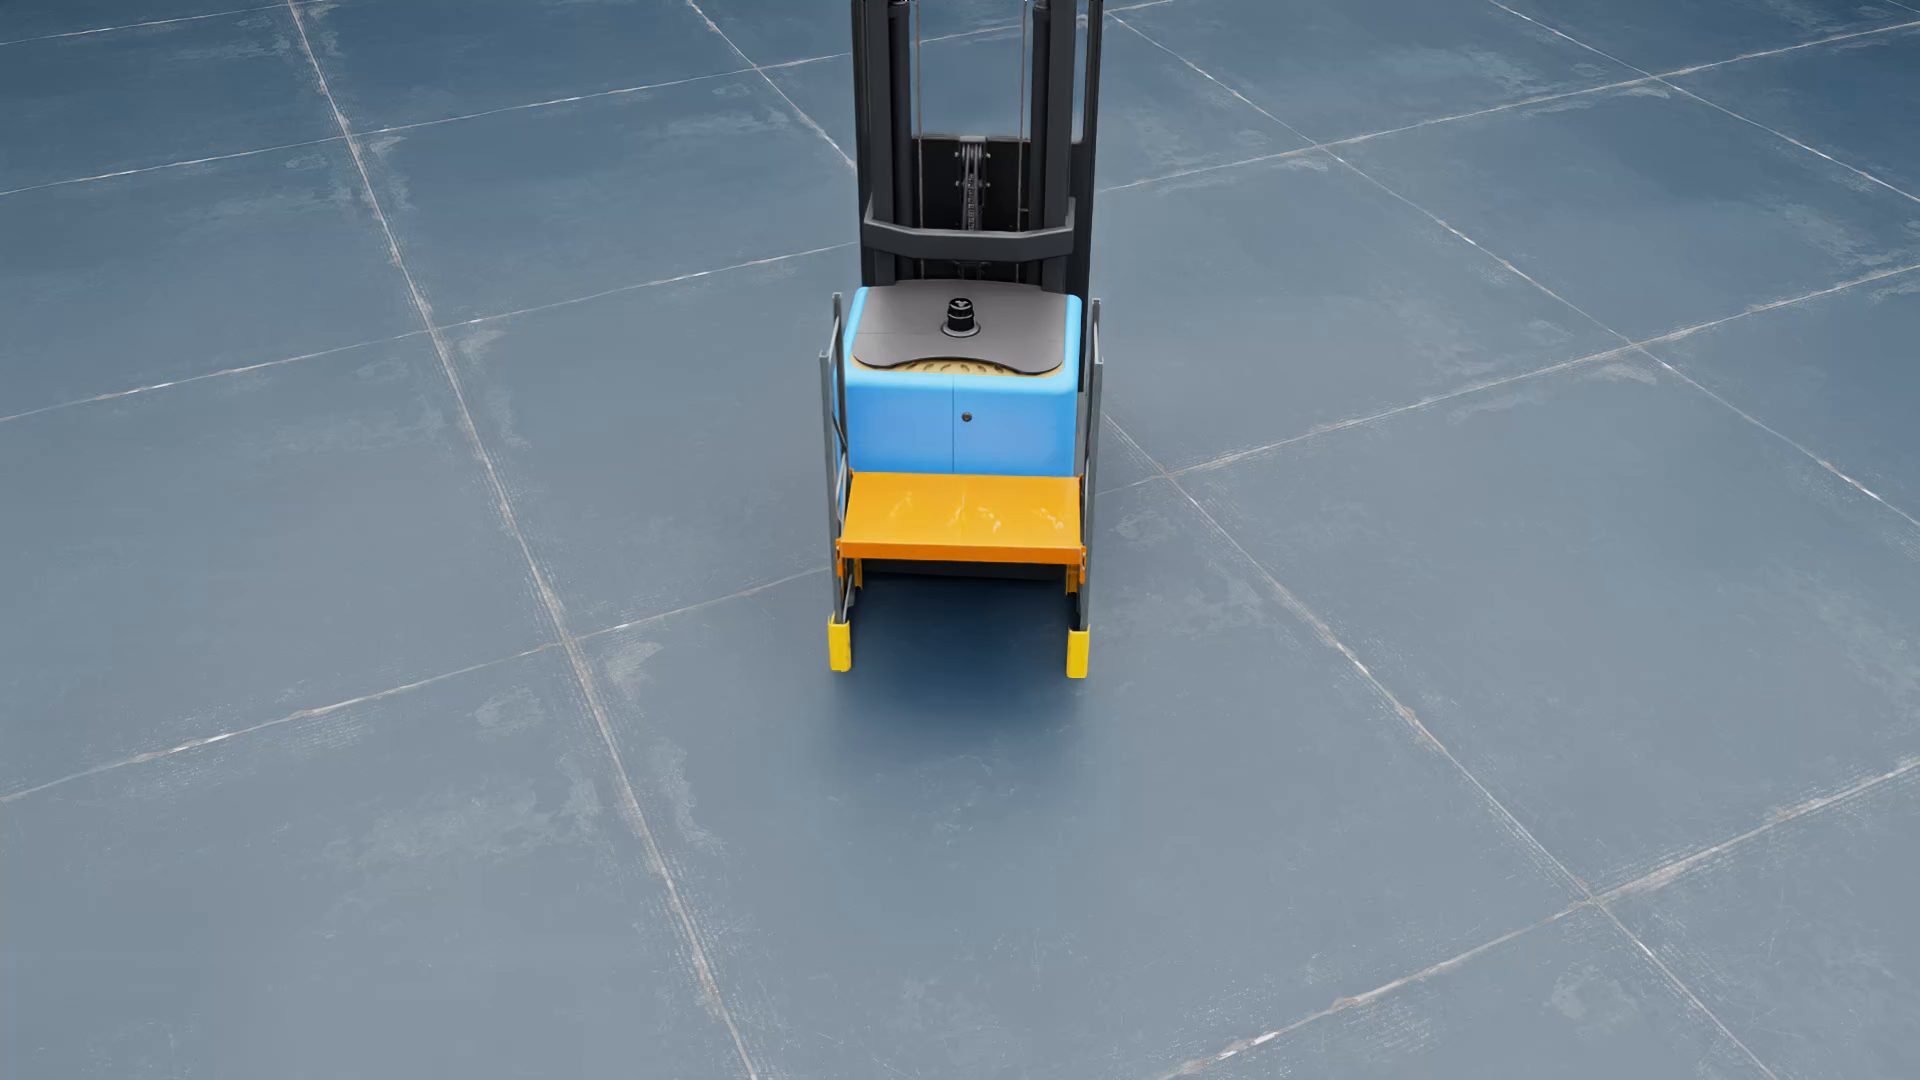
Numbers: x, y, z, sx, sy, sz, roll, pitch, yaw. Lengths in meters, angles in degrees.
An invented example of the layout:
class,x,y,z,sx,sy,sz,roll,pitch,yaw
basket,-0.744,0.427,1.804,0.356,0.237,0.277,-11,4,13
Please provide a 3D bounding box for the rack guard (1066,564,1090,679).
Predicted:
class,x,y,z,sx,sy,sz,roll,pitch,yaw
rack guard,0.503,0.307,7.126,0.087,0.250,0.587,2,37,2

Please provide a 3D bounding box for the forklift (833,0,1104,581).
class,x,y,z,sx,sy,sz,roll,pitch,yaw
forklift,0.094,-1.858,7.795,1.130,2.935,3.031,3,37,4

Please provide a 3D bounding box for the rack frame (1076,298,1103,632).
class,x,y,z,sx,sy,sz,roll,pitch,yaw
rack frame,0.522,-0.194,6.753,0.032,1.500,0.500,2,37,2

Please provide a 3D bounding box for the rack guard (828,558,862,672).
class,x,y,z,sx,sy,sz,roll,pitch,yaw
rack guard,-0.492,0.280,7.163,0.087,0.250,0.587,2,37,2

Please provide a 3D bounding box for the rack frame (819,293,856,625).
class,x,y,z,sx,sy,sz,roll,pitch,yaw
rack frame,-0.494,-0.222,6.791,0.032,1.500,0.500,2,37,2

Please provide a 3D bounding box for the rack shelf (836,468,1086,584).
class,x,y,z,sx,sy,sz,roll,pitch,yaw
rack shelf,0.014,-0.064,6.879,1.000,0.185,0.538,2,37,2

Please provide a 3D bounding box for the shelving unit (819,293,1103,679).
class,x,y,z,sx,sy,sz,roll,pitch,yaw
shelving unit,0.005,-0.209,6.772,1.083,1.500,0.587,2,37,2
